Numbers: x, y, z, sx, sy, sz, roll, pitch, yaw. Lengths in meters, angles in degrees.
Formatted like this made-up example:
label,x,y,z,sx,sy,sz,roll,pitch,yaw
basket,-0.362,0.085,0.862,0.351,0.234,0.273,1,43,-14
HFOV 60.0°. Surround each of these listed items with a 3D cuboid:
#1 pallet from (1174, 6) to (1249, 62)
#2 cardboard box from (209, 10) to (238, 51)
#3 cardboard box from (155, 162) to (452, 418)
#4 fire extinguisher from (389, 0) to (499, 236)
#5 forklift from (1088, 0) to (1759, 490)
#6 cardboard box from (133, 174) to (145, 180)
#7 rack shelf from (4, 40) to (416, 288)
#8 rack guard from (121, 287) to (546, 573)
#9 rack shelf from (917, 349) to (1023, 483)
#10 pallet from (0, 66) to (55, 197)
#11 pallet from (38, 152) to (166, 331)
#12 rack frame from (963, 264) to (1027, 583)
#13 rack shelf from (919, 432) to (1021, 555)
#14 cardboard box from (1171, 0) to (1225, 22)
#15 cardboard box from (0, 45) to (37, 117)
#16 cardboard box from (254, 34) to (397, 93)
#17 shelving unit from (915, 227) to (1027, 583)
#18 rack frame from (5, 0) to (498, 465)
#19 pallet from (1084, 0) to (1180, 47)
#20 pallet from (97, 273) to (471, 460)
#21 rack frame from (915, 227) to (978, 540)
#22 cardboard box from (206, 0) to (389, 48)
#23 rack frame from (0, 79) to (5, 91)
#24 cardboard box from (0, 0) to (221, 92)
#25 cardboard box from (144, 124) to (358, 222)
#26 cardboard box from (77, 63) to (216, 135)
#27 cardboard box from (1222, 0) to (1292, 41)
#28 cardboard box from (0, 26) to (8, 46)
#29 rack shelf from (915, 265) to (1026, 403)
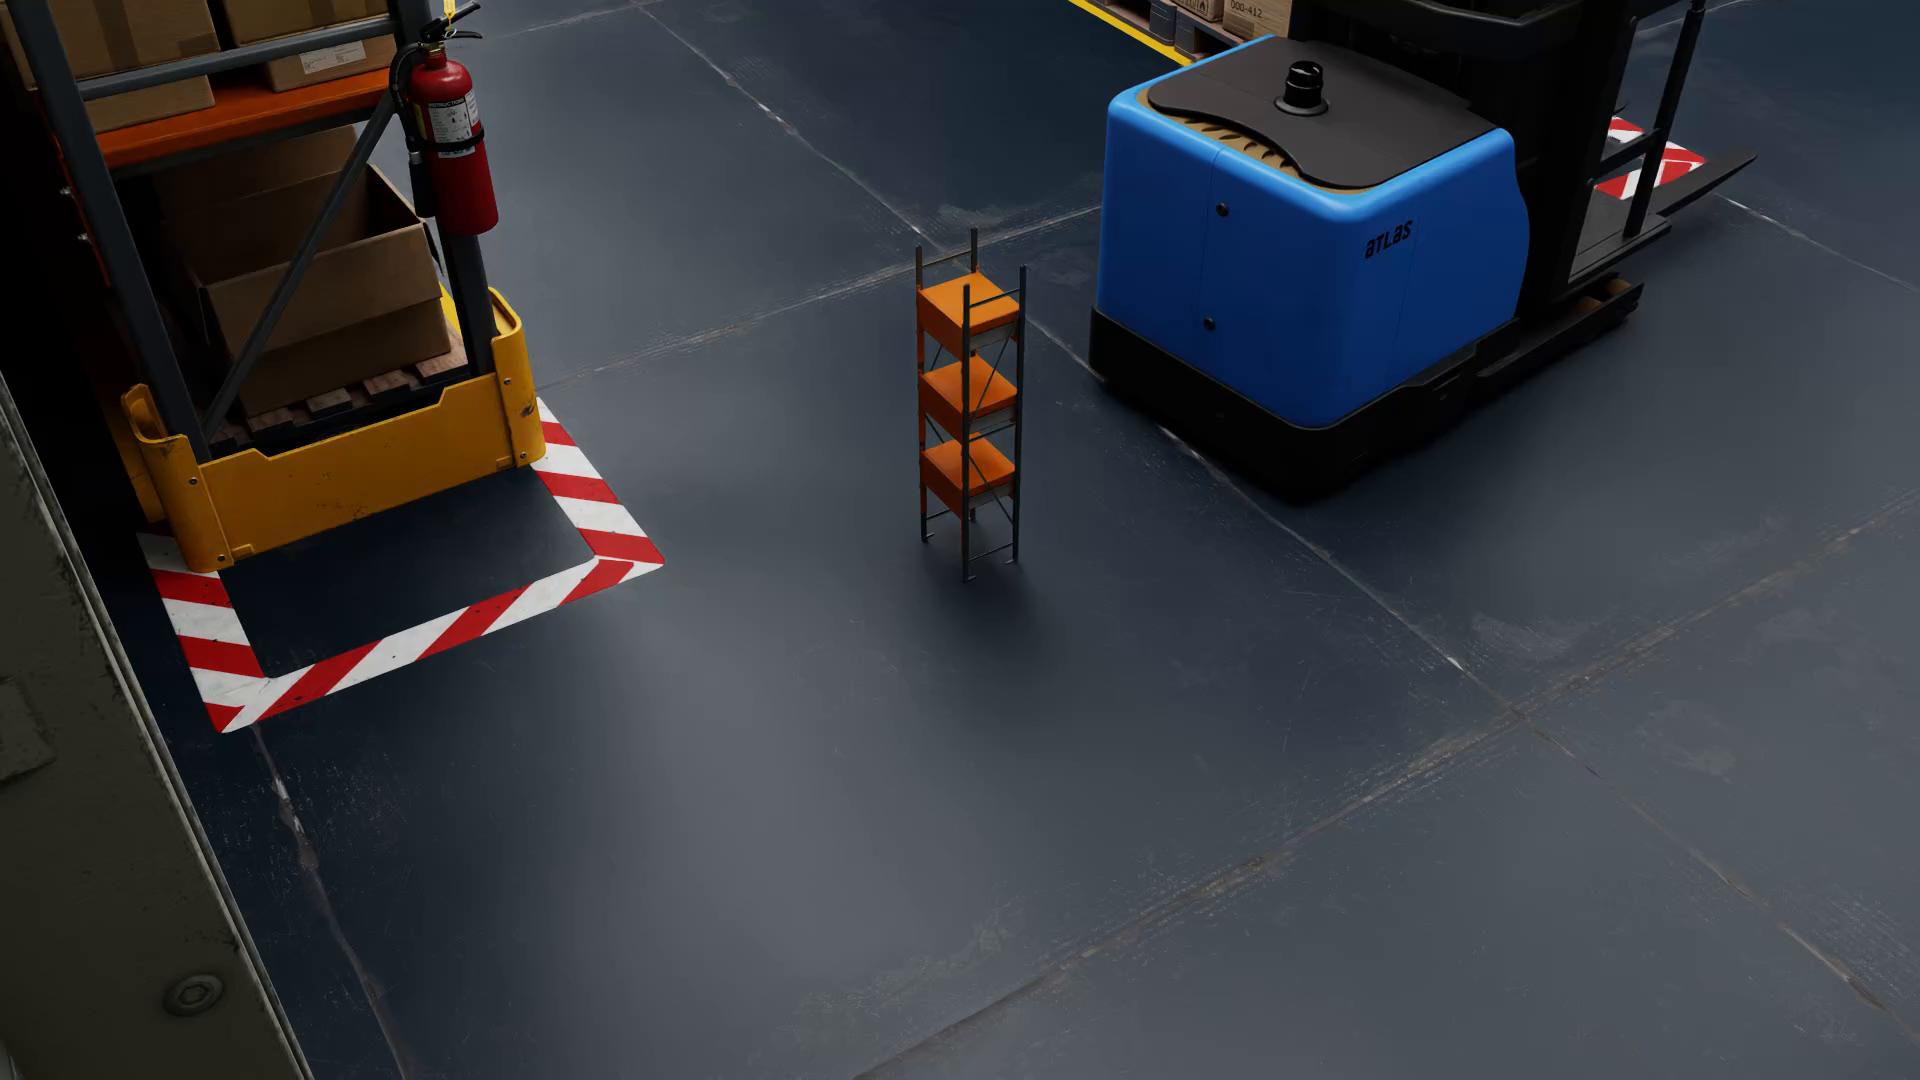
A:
label,x,y,z,sx,sy,sz,roll,pitch,yaw
pallet,1.773,-2.330,7.881,1.003,0.211,1.213,-22,45,-24
cardboard box,-2.036,-1.583,5.002,0.380,0.149,0.250,-21,44,-23
cardboard box,-2.164,-0.851,5.550,0.797,0.503,0.637,-24,45,-26
fire extinguisher,-1.446,-1.193,4.690,0.296,0.674,0.183,-22,45,-24
forklift,1.905,-2.084,5.461,3.031,2.935,1.130,-29,48,-30
cardboard box,-3.149,-1.885,6.793,0.700,0.500,0.500,-24,45,-26
rack shelf,-2.990,-2.089,5.976,1.077,0.370,4.000,-22,45,-24
rack guard,-1.955,-0.367,5.299,1.175,0.500,0.348,-22,45,-24
rack shelf,0.029,-0.366,4.886,0.215,0.259,0.240,-22,45,-24
pallet,-3.697,-2.002,7.488,1.003,0.211,1.213,-22,45,-24
pallet,-3.037,-1.343,6.697,1.003,0.211,1.213,-22,45,-24
rack frame,0.094,-0.309,4.800,0.200,1.050,0.008,-22,45,-24
rack shelf,0.029,-0.153,5.064,0.215,0.259,0.240,-22,45,-24
cardboard box,1.330,-2.986,8.164,0.875,0.438,0.875,-21,44,-23
cardboard box,-3.909,-2.135,7.242,0.500,0.311,0.500,-21,44,-23
cardboard box,-1.860,-1.461,4.857,0.380,0.149,0.250,-23,45,-25
shelving unit,0.029,-0.374,4.879,0.215,1.050,0.252,-22,45,-24
rack frame,-1.915,-1.286,4.450,1.000,3.000,0.127,-22,45,-24
pallet,1.121,-2.988,8.670,1.003,0.211,1.213,-22,45,-24
pallet,-2.385,-0.685,5.908,1.003,0.211,1.213,-22,45,-24
rack frame,-0.037,-0.440,4.958,0.200,1.050,0.008,-22,45,-24
cardboard box,-1.931,-1.680,4.808,0.500,0.250,0.500,-22,45,-24
rack frame,-4.065,-3.445,7.041,1.000,3.000,0.127,-22,45,-24
cardboard box,-2.386,-1.499,4.591,0.500,0.250,0.500,-21,44,-23
cardboard box,-2.590,-1.324,6.121,0.700,0.500,0.500,-20,44,-23
cardboard box,-2.319,-1.276,4.634,0.380,0.149,0.250,-23,45,-25
cardboard box,1.829,-2.495,7.575,0.875,0.438,0.875,-24,45,-26
cardboard box,-2.803,-1.670,5.107,0.380,0.149,0.250,-22,45,-24
rack shelf,0.029,-0.584,4.704,0.215,0.259,0.240,-22,45,-24
